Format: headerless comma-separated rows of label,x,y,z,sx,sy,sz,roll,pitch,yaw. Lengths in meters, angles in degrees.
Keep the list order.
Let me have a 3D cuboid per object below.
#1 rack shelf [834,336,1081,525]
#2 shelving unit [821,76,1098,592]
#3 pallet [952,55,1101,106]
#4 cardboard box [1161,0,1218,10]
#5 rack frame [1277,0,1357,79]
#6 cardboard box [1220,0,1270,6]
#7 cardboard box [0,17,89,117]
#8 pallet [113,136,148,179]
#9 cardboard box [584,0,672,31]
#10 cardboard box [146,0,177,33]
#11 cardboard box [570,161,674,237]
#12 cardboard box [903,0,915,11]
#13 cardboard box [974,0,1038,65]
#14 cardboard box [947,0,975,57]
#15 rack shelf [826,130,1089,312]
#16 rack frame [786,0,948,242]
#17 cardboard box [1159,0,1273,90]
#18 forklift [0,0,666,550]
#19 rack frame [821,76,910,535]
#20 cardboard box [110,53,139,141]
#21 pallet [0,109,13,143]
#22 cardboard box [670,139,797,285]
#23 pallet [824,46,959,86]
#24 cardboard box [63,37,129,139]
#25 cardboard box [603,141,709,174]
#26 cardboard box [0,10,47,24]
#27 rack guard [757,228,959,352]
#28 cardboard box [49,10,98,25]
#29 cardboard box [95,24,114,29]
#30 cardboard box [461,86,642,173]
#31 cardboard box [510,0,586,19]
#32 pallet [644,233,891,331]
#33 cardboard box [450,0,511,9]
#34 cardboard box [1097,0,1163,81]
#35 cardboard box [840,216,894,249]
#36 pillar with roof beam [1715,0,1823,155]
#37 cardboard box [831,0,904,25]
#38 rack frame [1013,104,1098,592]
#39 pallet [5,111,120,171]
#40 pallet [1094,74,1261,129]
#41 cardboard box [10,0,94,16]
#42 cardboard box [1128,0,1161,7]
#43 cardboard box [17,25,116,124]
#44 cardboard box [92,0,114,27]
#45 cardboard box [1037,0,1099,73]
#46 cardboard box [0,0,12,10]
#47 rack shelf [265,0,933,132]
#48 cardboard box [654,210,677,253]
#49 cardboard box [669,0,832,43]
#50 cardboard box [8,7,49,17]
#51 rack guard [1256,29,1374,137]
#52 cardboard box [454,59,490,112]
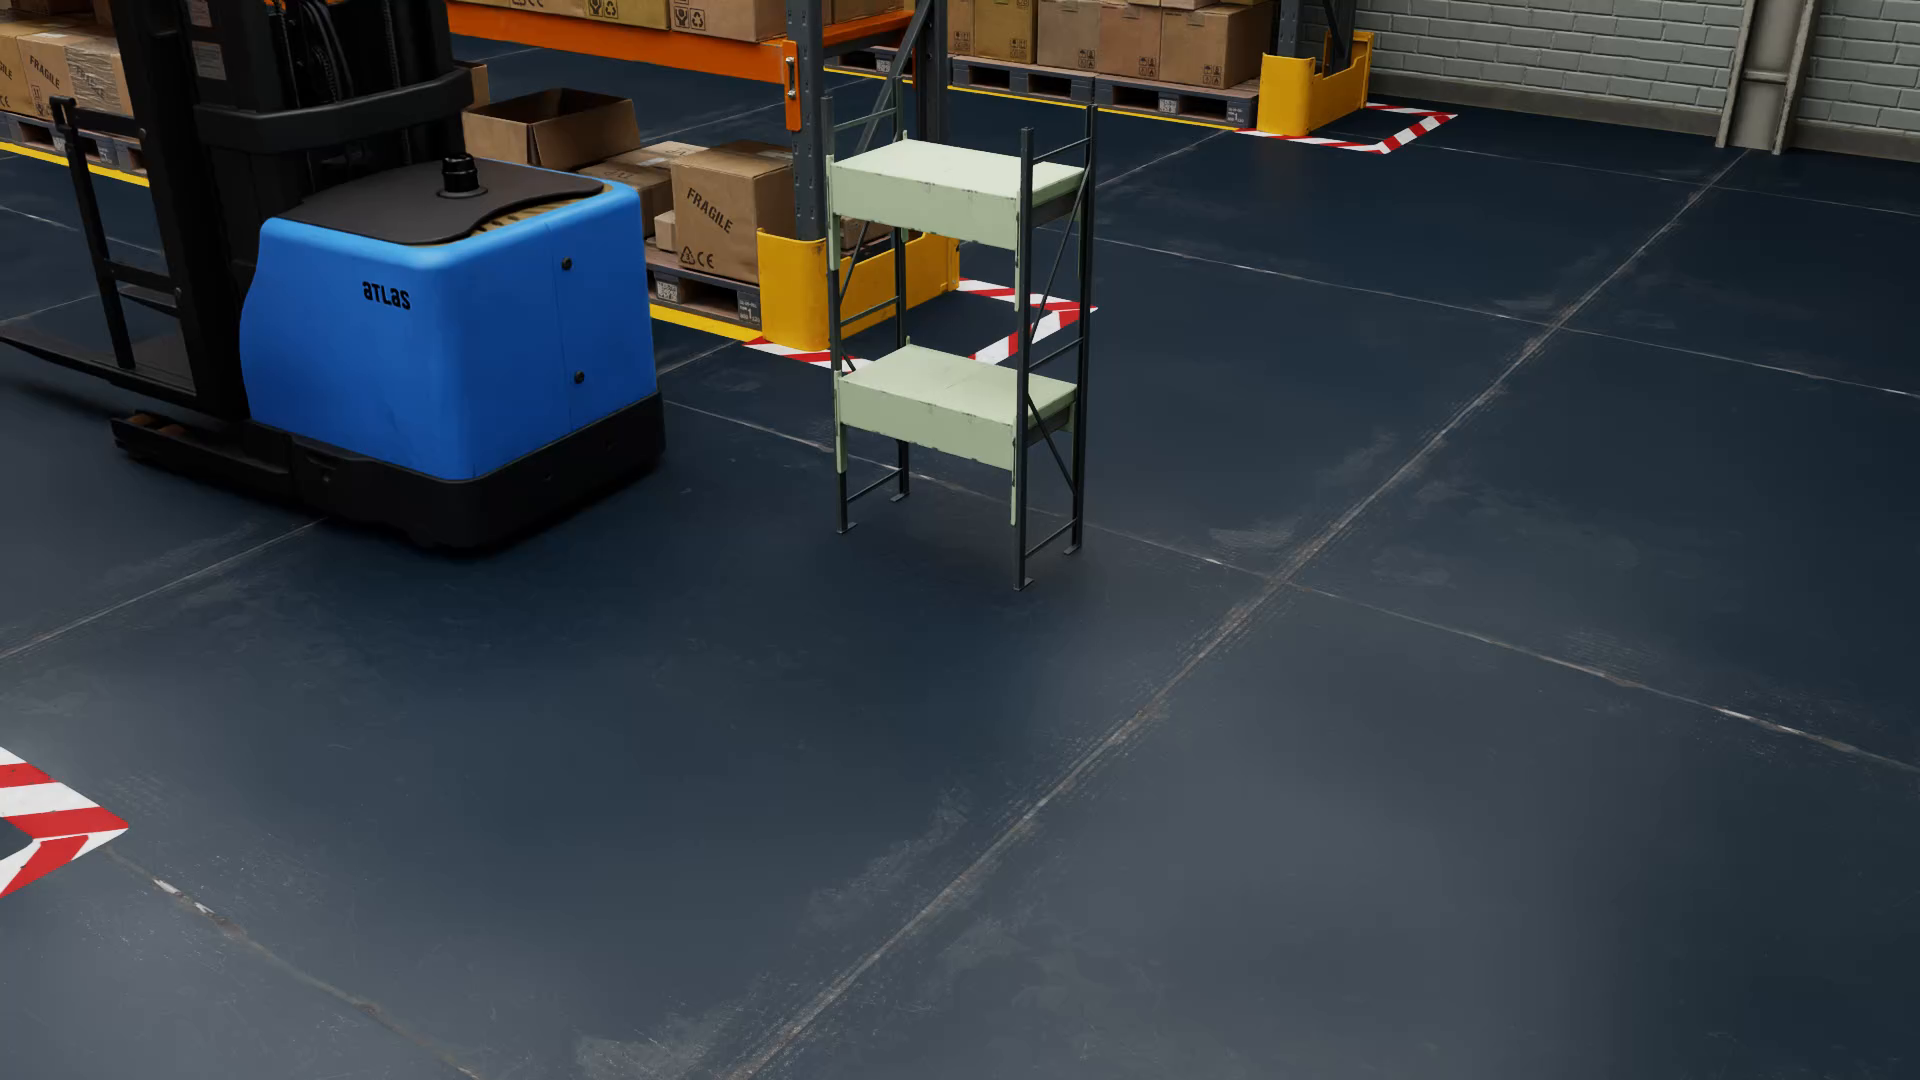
rack shelf,-0.006,-0.380,5.561,0.720,0.370,0.431,17,32,30
shelving unit,-0.006,-0.670,5.413,0.755,1.500,0.431,17,32,30
pallet,0.710,-3.504,12.403,1.213,0.211,1.003,17,32,30
cardboard box,1.572,-3.727,11.343,0.250,0.149,0.380,17,31,30
rack frame,2.414,-4.257,10.808,0.127,3.000,1.000,17,32,30
cardboard box,1.997,-3.804,11.496,0.250,0.149,0.380,18,32,31
cardboard box,-5.923,-3.054,10.714,0.500,0.500,0.500,17,31,30
pallet,-4.376,-2.383,10.200,1.213,0.211,1.003,17,32,30
cardboard box,-1.340,-2.594,7.430,0.500,0.500,0.500,18,32,31
cardboard box,-4.769,-3.320,10.410,0.500,0.250,0.500,17,32,30
cardboard box,-1.741,-1.678,8.286,0.500,0.250,0.500,17,32,30
cardboard box,-0.324,-4.127,12.845,0.500,0.500,0.700,18,32,31
cardboard box,0.510,-3.864,12.329,0.500,0.500,0.700,18,32,31
cardboard box,0.088,-3.997,12.589,0.500,0.500,0.700,17,32,30
rack shelf,-0.006,-1.018,5.236,0.720,0.370,0.431,17,32,30
rack frame,-0.387,-2.404,7.167,0.127,3.000,1.000,17,32,30
cardboard box,1.781,-3.473,11.559,0.500,0.500,0.700,17,32,30
forklift,-2.633,-1.760,5.977,3.031,2.935,1.130,16,31,28
rack frame,-0.307,-0.764,5.598,0.023,1.500,0.400,17,32,30
cardboard box,-4.656,-2.663,9.947,0.500,0.500,0.500,17,32,30
pallet,-6.387,-3.010,11.432,1.213,0.211,1.003,17,32,30
cardboard box,-0.975,-1.534,7.728,0.500,0.500,0.500,17,32,30
pallet,-0.300,-3.817,13.018,1.213,0.211,1.003,17,32,30
cardboard box,-5.069,-2.792,10.200,0.500,0.500,0.500,18,32,31
cardboard box,-1.499,-1.877,8.678,0.500,0.250,0.500,17,32,30
cardboard box,-6.333,-3.184,10.971,0.500,0.500,0.500,16,31,29
rack guard,-0.450,-1.310,7.772,0.348,0.500,1.175,17,32,30
cardboard box,-5.651,-3.255,11.110,0.500,0.500,0.500,16,31,29
cardboard box,-5.215,-3.123,10.850,0.500,0.500,0.500,16,31,28
cardboard box,-2.133,-2.034,8.708,0.637,0.503,0.797,17,32,30
cardboard box,-1.748,-2.724,7.685,0.500,0.500,0.500,18,32,31
pallet,-1.107,-1.385,8.239,1.213,0.211,1.003,17,32,30
cardboard box,-2.163,-2.854,7.940,0.500,0.500,0.500,17,31,30
cardboard box,1.368,-3.601,11.812,0.500,0.500,0.700,17,32,30
cardboard box,-0.538,-1.566,8.178,0.250,0.149,0.380,17,32,30
pillar with roof beam,2.692,-4.951,5.558,0.400,9.000,9.100,17,32,30
cardboard box,-0.604,-2.661,7.562,0.500,0.500,0.500,18,32,31
rack frame,0.296,-0.576,5.229,0.023,1.500,0.400,17,32,30
pallet,-5.386,-2.696,10.816,1.213,0.211,1.003,17,32,30
pallet,1.711,-3.190,11.786,1.213,0.211,1.003,17,32,30
cardboard box,-6.029,-3.709,11.176,0.500,0.250,0.500,19,32,32
cardboard box,1.361,-3.792,11.472,0.250,0.149,0.380,18,32,32
cardboard box,-5.490,-2.922,10.455,0.500,0.500,0.500,16,31,29
cardboard box,-5.183,-3.448,10.663,0.500,0.250,0.500,17,31,29
cardboard box,0.953,-3.730,12.065,0.500,0.500,0.700,16,31,29
cardboard box,-7.247,-3.914,12.085,0.500,0.311,0.500,19,32,32
rack shelf,-2.036,-2.597,8.339,4.000,0.370,1.077,17,32,30
cardboard box,-1.258,-1.523,8.074,0.250,0.166,0.380,17,32,30
cardboard box,-0.910,-2.462,7.170,0.500,0.500,0.500,18,32,32
cardboard box,-6.078,-3.388,11.371,0.500,0.500,0.500,19,32,32
rack guard,2.434,-3.137,11.363,0.348,0.500,1.175,17,32,30
cardboard box,-3.054,-2.473,9.573,0.500,0.500,0.500,17,32,30
